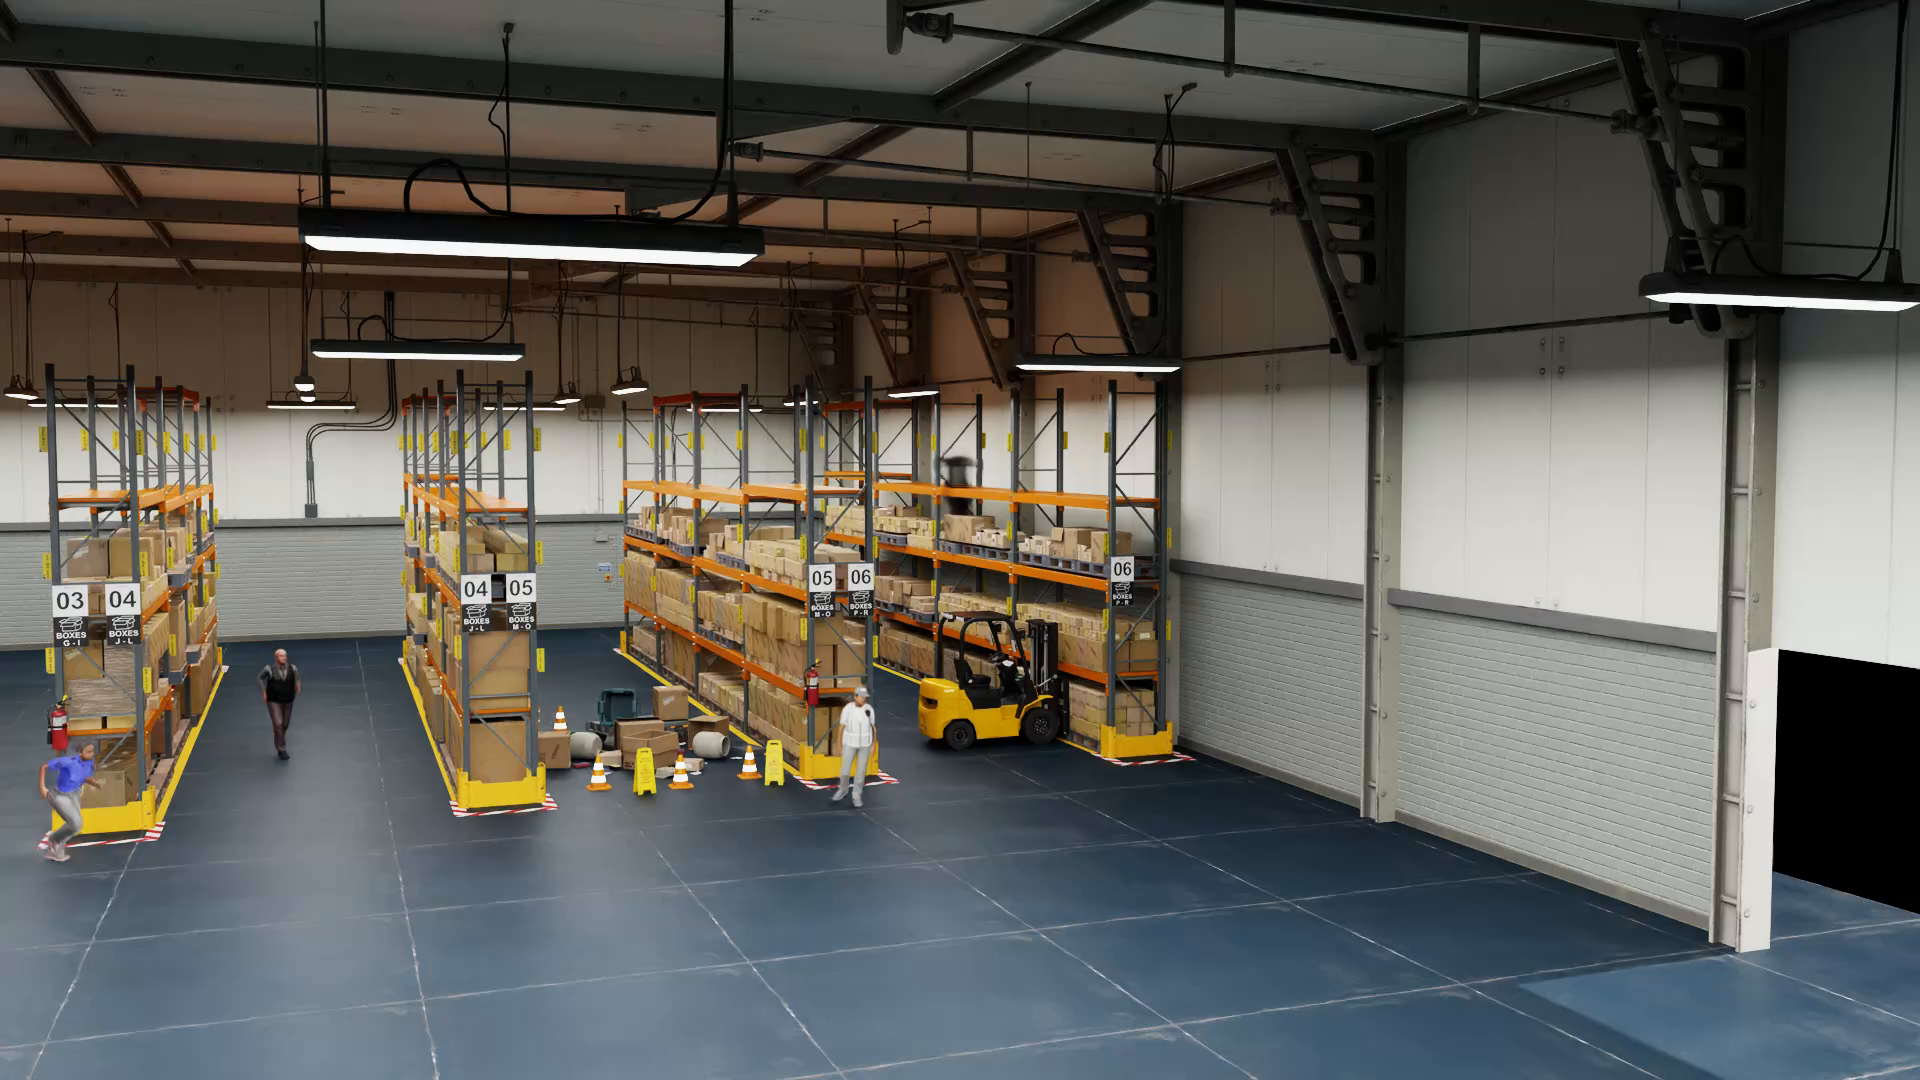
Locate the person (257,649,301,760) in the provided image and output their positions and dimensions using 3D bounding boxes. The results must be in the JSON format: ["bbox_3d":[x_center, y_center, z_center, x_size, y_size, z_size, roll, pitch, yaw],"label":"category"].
[{"bbox_3d":[-10.848,2.589,26.522,0.632,1.720,0.954,-3,4,-41],"label":"person"}]

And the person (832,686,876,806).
[{"bbox_3d":[-1.452,2.831,22.864,0.589,1.653,0.488,-1,3,-17],"label":"person"}]

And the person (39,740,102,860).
[{"bbox_3d":[-10.597,3.106,19.752,0.837,1.485,0.610,1,4,18],"label":"person"}]
